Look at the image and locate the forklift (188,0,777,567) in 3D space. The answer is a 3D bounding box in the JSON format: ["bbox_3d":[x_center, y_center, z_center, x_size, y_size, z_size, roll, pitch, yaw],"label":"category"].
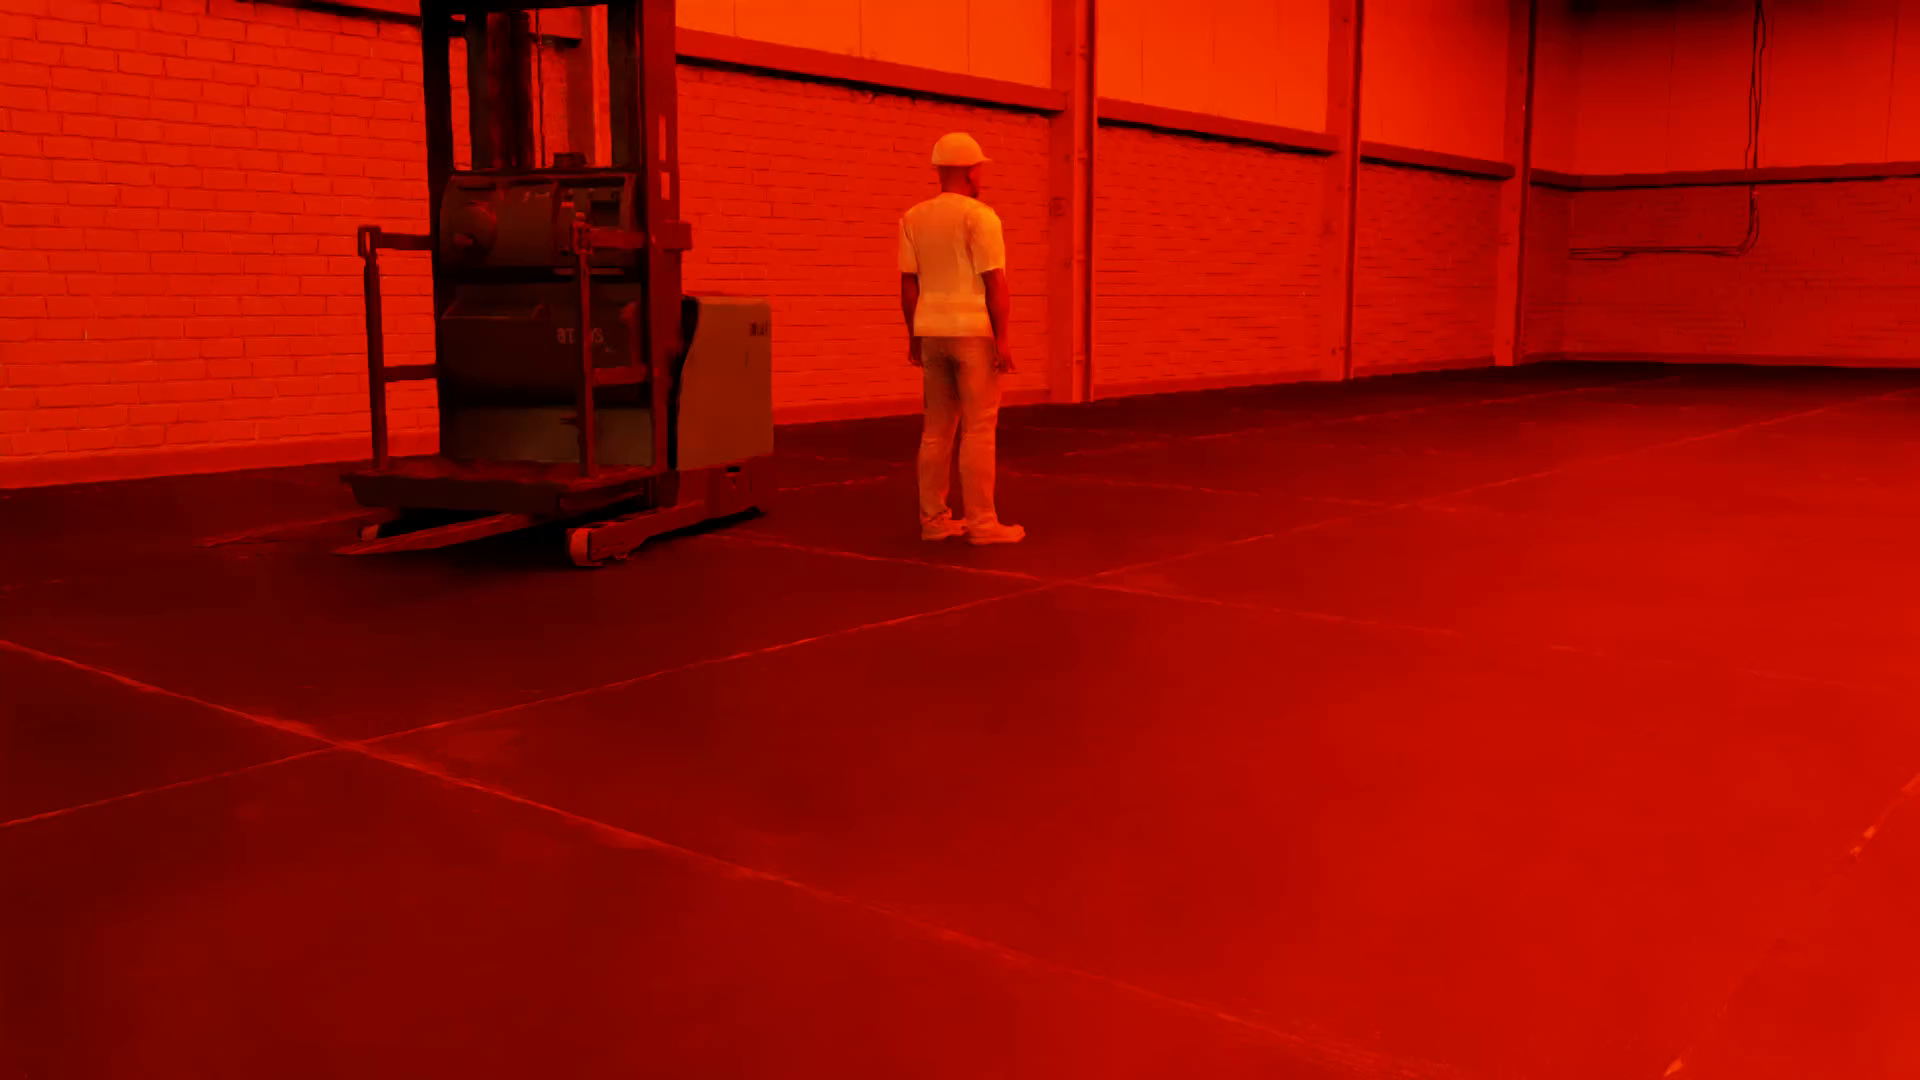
[{"bbox_3d":[-1.869,-1.406,6.887,1.130,2.935,3.031,3,9,19],"label":"forklift"}]

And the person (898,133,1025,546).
[{"bbox_3d":[0.007,-0.876,7.288,0.559,1.771,0.367,7,11,38],"label":"person"}]
